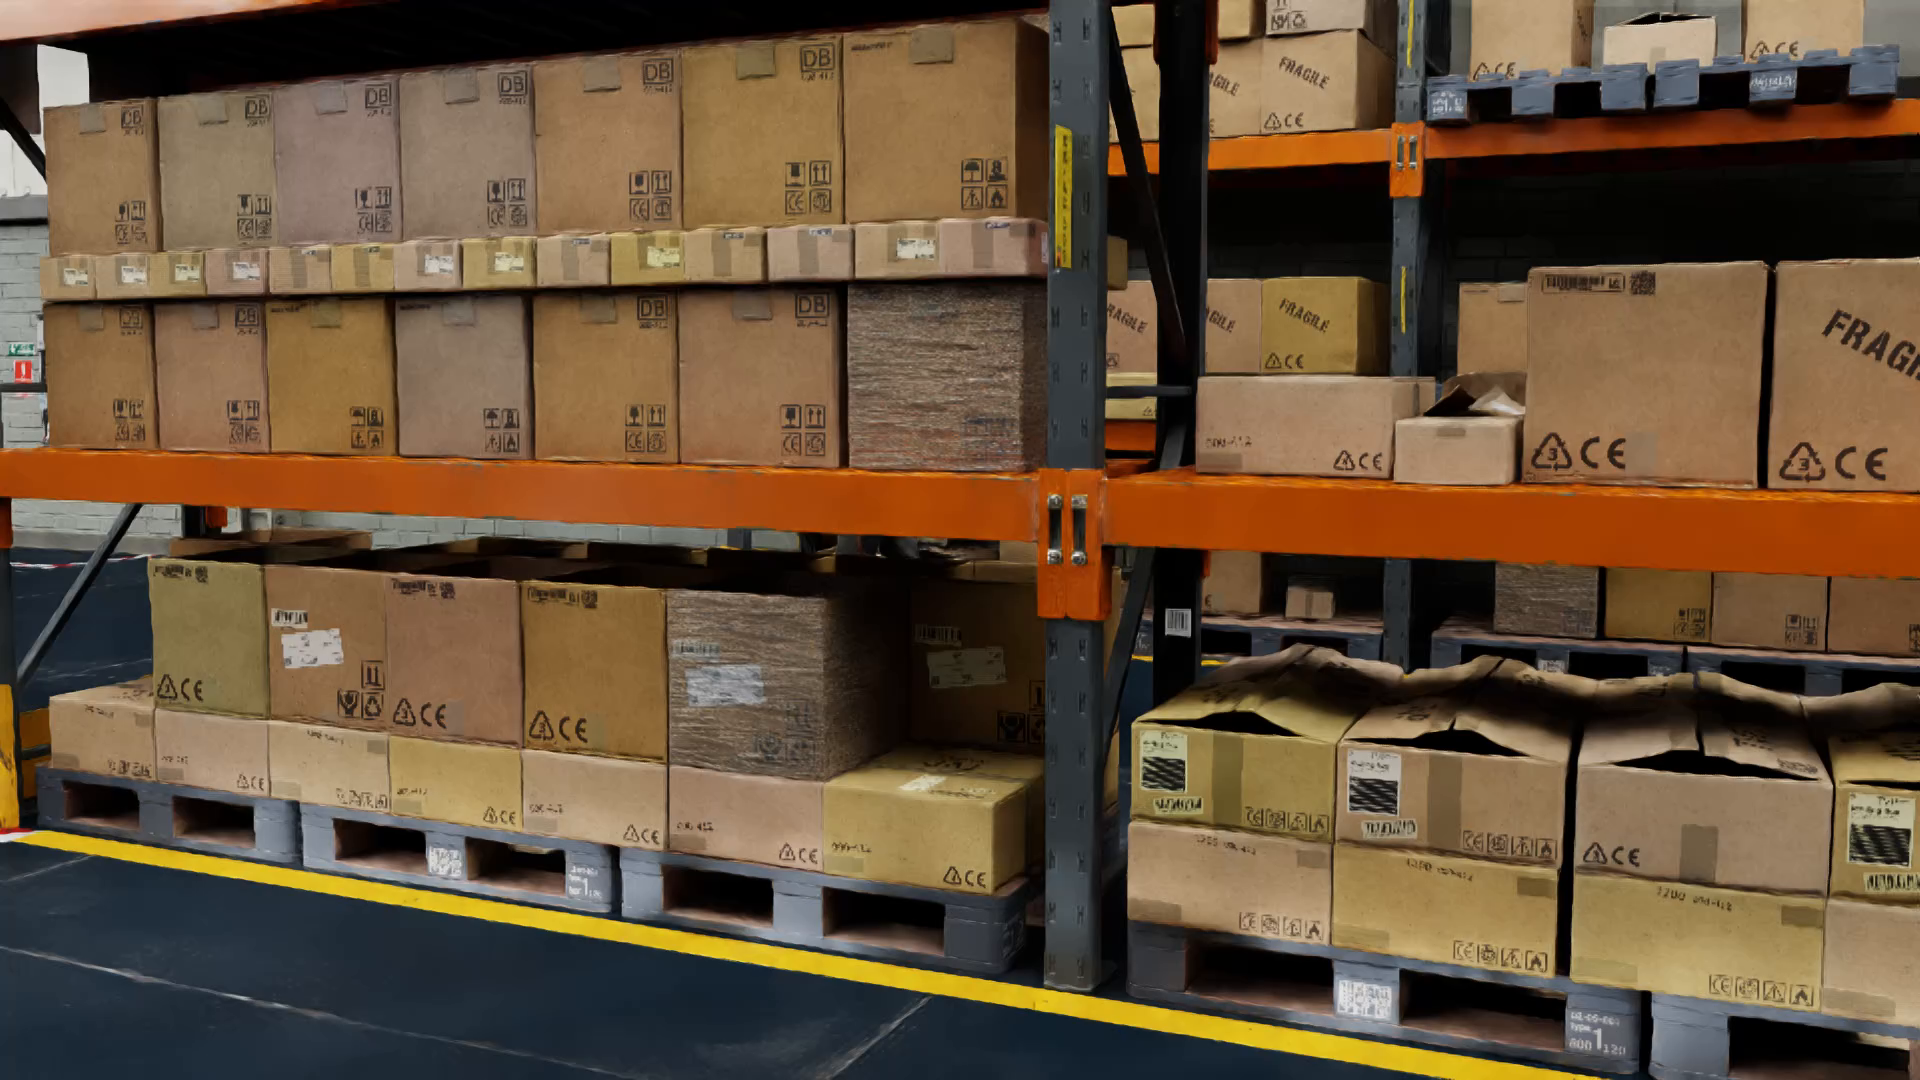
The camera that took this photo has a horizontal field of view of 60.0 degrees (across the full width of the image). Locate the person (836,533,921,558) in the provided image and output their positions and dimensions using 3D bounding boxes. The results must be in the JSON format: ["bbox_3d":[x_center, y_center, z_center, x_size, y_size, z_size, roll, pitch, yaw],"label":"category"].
[{"bbox_3d":[-0.396,-0.095,8.317,0.456,1.611,0.964,-5,7,-38],"label":"person"}]
